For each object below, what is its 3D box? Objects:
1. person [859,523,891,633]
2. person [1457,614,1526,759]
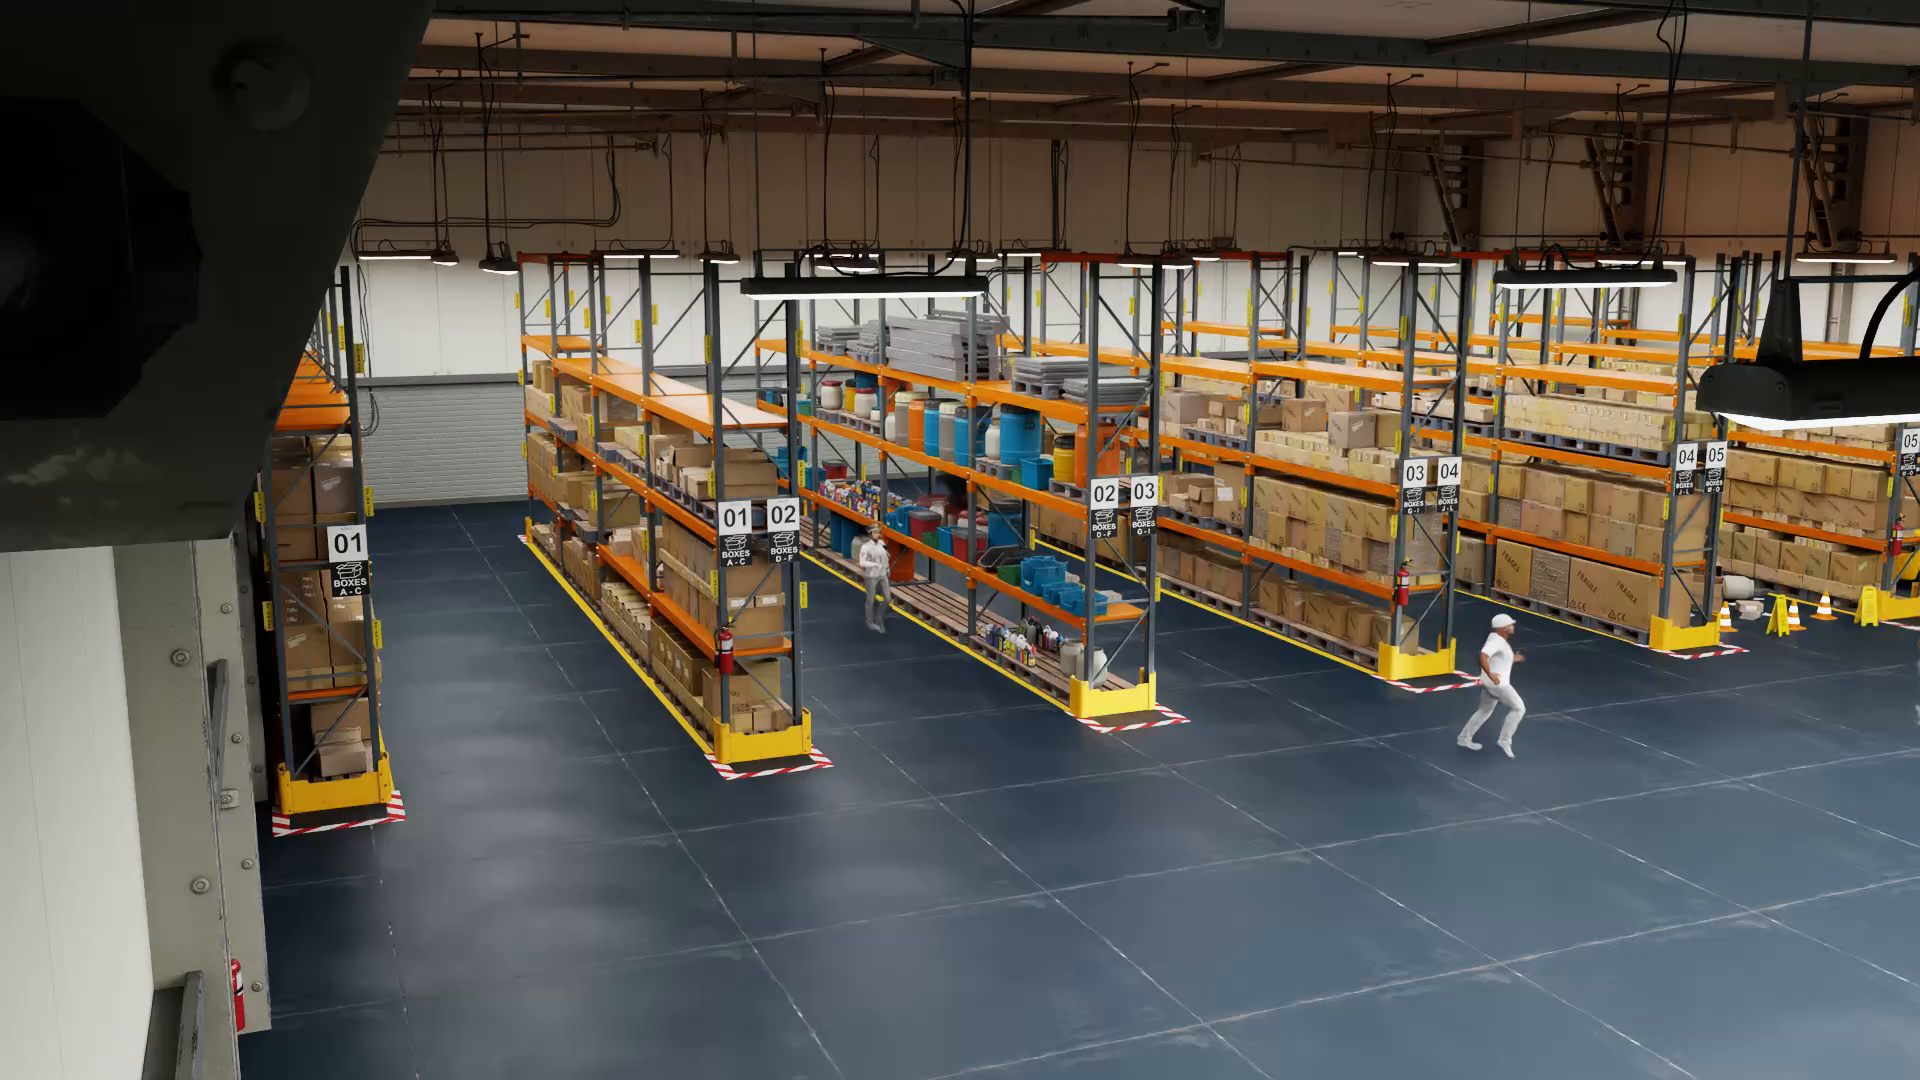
[{"bbox_3d":[-1.248,0.601,25.572,0.597,1.737,0.599,-6,12,-29],"label":"person"},{"bbox_3d":[6.552,1.789,20.455,0.796,1.803,0.674,1,10,3],"label":"person"}]
